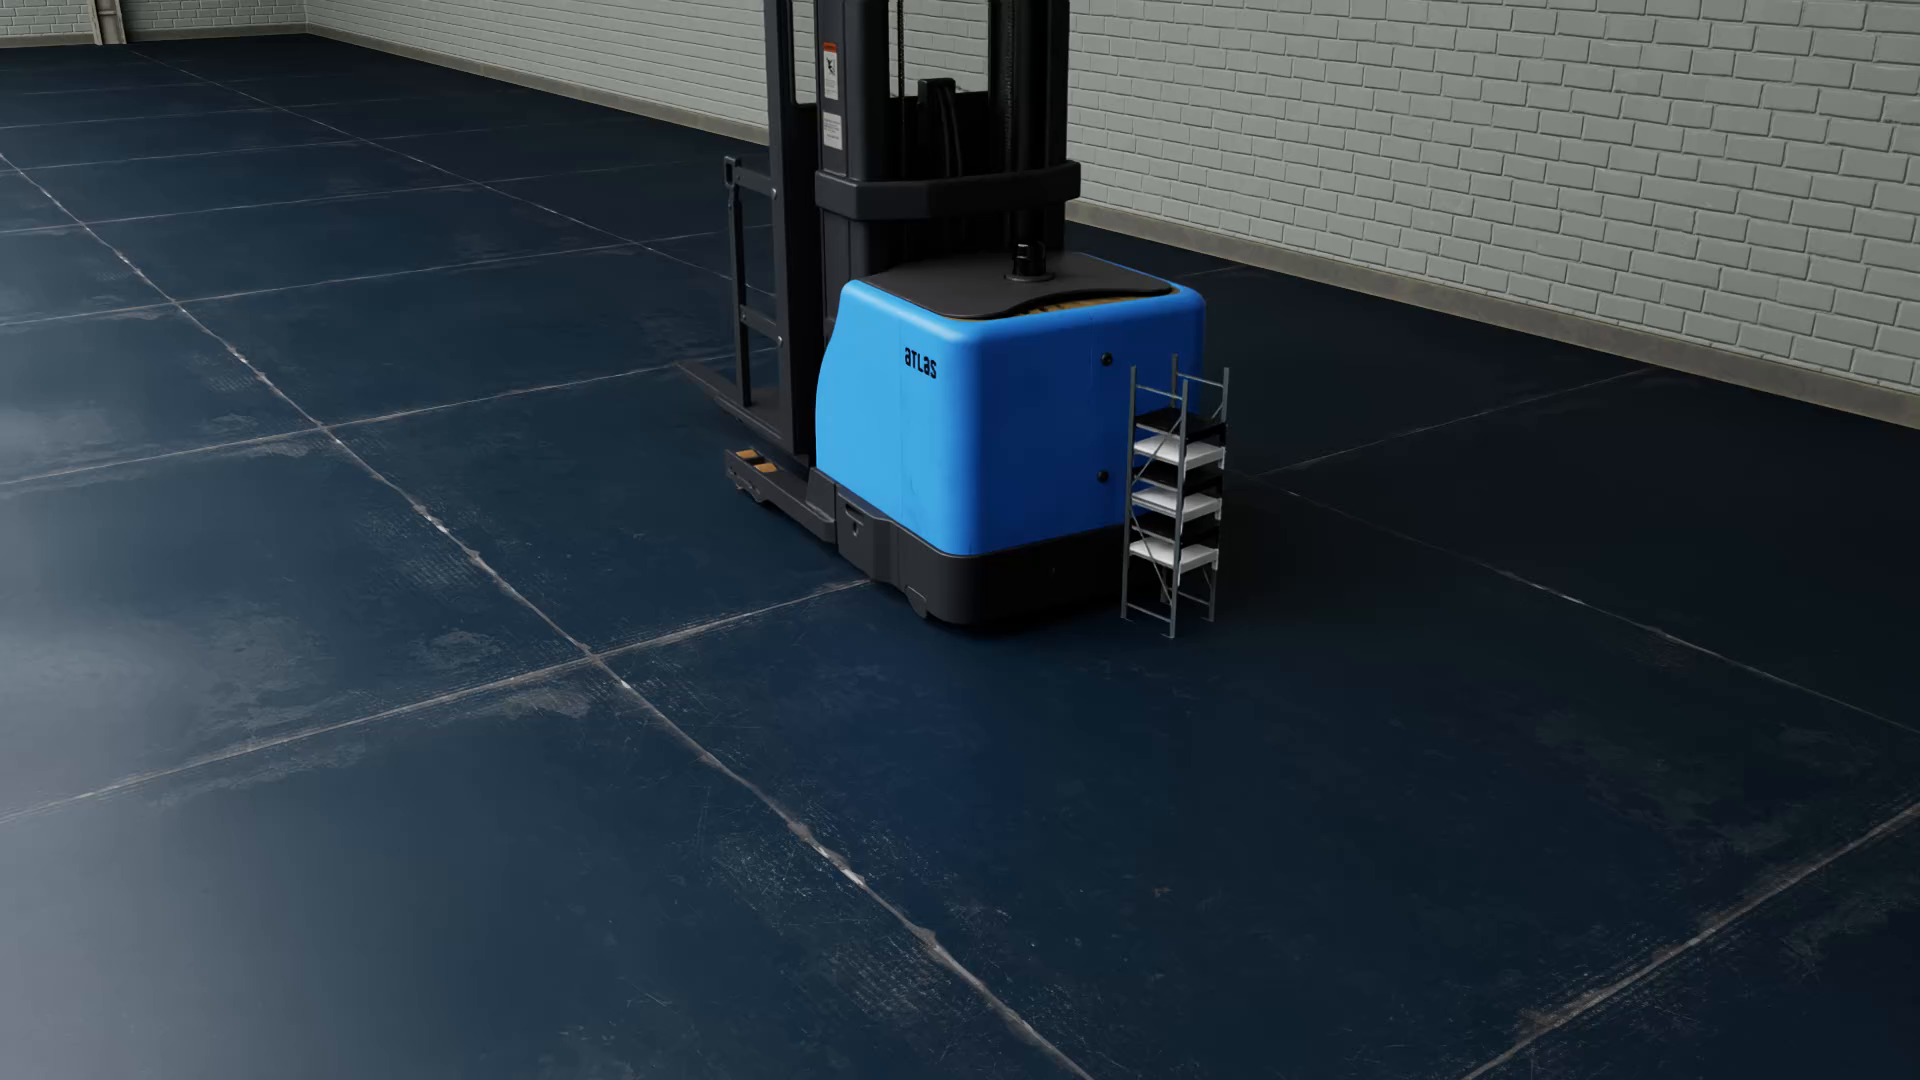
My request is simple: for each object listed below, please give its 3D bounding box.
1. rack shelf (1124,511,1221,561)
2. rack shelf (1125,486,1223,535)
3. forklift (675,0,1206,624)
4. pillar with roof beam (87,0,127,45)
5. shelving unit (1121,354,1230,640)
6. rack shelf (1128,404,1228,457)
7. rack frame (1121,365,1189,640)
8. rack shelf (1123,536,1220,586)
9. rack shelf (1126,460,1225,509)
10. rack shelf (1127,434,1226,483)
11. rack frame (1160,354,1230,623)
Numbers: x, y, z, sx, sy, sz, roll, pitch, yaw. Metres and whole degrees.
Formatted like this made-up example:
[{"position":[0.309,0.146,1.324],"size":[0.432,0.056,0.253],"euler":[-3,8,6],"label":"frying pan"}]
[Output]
[{"position":[0.712,-0.027,5.581],"size":[0.200,0.077,0.258],"euler":[-19,28,-39],"label":"rack shelf"},{"position":[0.712,-0.110,5.548],"size":[0.200,0.077,0.258],"euler":[-19,28,-39],"label":"rack shelf"},{"position":[-0.319,-1.584,6.411],"size":[1.130,2.935,3.031],"euler":[-12,25,-27],"label":"forklift"},{"position":[-10.455,-10.467,20.485],"size":[0.400,9.000,9.100],"euler":[-15,26,-33],"label":"pillar with roof beam"},{"position":[0.712,-0.141,5.536],"size":[0.210,0.900,0.258],"euler":[-19,28,-39],"label":"shelving unit"},{"position":[0.712,-0.361,5.448],"size":[0.200,0.077,0.258],"euler":[-19,28,-39],"label":"rack shelf"},{"position":[0.637,-0.116,5.472],"size":[0.006,0.900,0.240],"euler":[-19,28,-39],"label":"rack frame"},{"position":[0.712,0.057,5.615],"size":[0.200,0.077,0.258],"euler":[-19,28,-39],"label":"rack shelf"},{"position":[0.712,-0.194,5.515],"size":[0.200,0.077,0.258],"euler":[-19,28,-39],"label":"rack shelf"},{"position":[0.712,-0.277,5.481],"size":[0.200,0.077,0.258],"euler":[-19,28,-39],"label":"rack shelf"},{"position":[0.787,-0.166,5.599],"size":[0.006,0.900,0.240],"euler":[-19,28,-39],"label":"rack frame"}]
